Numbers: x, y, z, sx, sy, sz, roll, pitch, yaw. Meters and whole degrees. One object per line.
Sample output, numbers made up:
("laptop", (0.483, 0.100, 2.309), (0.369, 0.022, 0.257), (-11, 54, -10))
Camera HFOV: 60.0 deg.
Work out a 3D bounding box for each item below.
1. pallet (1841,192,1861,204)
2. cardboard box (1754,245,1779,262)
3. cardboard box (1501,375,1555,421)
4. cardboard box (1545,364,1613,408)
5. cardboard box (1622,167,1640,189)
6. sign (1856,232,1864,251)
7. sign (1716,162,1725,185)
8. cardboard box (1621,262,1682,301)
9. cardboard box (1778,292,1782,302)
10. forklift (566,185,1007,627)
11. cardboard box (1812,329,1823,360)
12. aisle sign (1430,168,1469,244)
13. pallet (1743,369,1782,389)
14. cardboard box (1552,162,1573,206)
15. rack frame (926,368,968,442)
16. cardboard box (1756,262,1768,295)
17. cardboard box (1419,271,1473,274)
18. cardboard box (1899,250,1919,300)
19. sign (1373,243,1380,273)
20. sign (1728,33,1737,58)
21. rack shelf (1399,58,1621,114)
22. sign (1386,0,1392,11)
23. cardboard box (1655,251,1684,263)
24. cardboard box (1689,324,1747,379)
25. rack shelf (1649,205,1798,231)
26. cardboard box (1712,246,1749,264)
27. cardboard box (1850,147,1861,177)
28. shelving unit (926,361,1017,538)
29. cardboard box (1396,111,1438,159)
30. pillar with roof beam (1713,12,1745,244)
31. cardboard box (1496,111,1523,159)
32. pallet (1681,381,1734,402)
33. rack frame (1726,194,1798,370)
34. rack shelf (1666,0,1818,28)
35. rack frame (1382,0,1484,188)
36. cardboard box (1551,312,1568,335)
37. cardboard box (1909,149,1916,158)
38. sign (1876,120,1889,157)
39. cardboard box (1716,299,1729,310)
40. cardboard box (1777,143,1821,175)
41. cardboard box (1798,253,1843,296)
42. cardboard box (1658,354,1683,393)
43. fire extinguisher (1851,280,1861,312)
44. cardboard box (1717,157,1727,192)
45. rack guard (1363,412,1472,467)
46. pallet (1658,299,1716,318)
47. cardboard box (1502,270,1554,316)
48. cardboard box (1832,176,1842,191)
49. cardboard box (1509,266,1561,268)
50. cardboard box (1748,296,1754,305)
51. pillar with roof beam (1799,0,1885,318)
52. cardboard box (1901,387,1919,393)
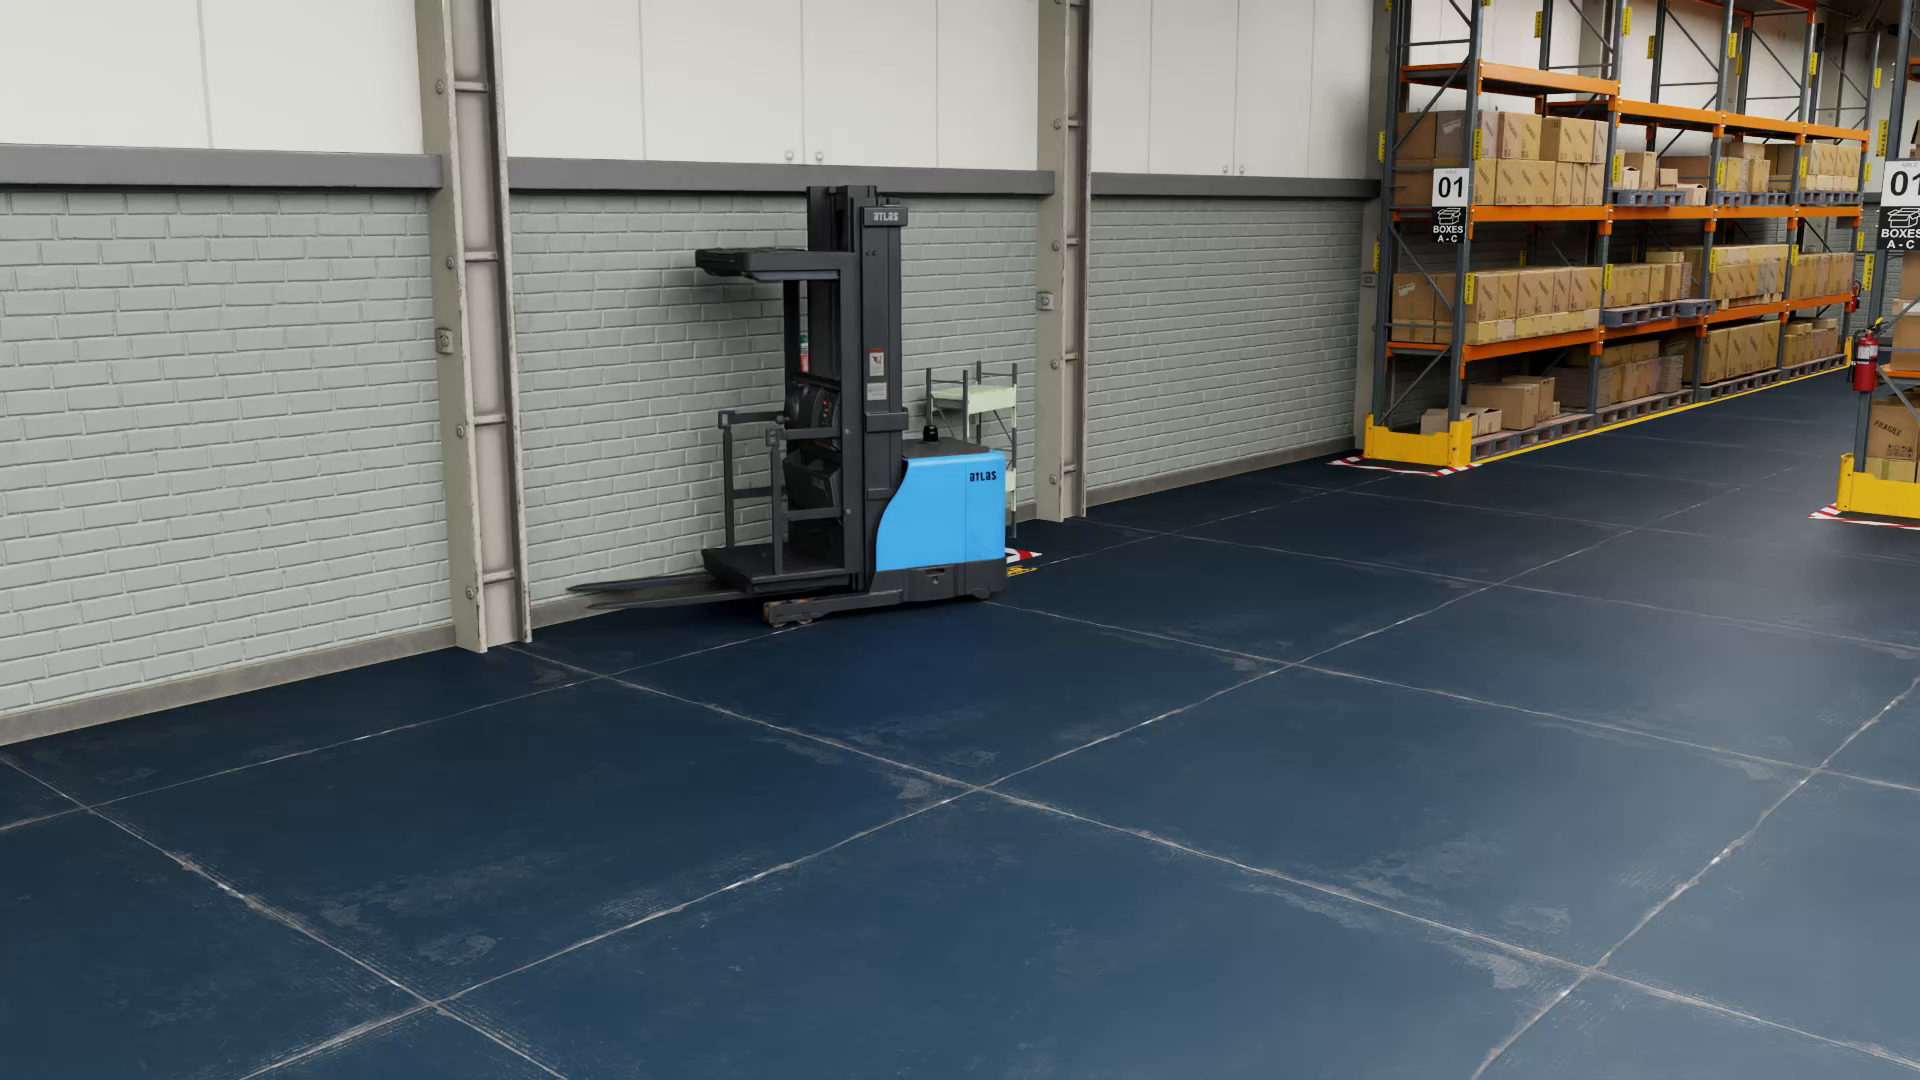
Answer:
("pallet", (15.145, -6.020, 29.263), (1.003, 0.211, 1.213), (10, 15, 40))
("cardboard box", (12.526, -4.512, 26.161), (0.500, 0.250, 0.500), (10, 15, 42))
("cardboard box", (7.051, -1.770, 20.674), (0.500, 0.500, 0.500), (8, 14, 36))
("cardboard box", (8.179, -2.038, 22.017), (0.700, 0.500, 0.500), (10, 15, 42))
("cardboard box", (8.533, -4.732, 21.741), (0.500, 0.311, 0.500), (10, 15, 42))
("sign", (16.025, -5.315, 29.604), (0.100, 0.325, 0.005), (10, 15, 40))
("sign", (10.752, -5.180, 23.512), (0.100, 0.325, 0.005), (10, 15, 40))
("cardboard box", (9.695, -3.635, 23.374), (0.700, 0.500, 0.500), (8, 14, 35))
("cardboard box", (12.976, -3.915, 26.746), (0.380, 0.149, 0.250), (10, 15, 41))
("forklift", (-1.213, -0.965, 11.560), (3.031, 2.935, 1.130), (-6, 13, -26))
("cardboard box", (14.578, -3.420, 28.986), (0.700, 0.500, 0.500), (9, 14, 39))
("aisle sign", (5.243, -3.575, 17.814), (0.394, 0.787, 0.004), (10, 15, 40))
("pallet", (12.534, -2.624, 26.811), (1.003, 0.211, 1.213), (10, 15, 40))
("cardboard box", (6.877, -4.202, 19.628), (0.500, 0.500, 0.500), (9, 14, 38))
("rack frame", (-0.106, -0.655, 13.662), (0.400, 1.500, 0.023), (8, 14, 34))
("cardboard box", (12.204, -4.070, 25.864), (0.500, 0.500, 0.500), (10, 15, 40))
("cardboard box", (5.556, -2.823, 19.104), (0.500, 0.500, 0.500), (10, 15, 41))
("cardboard box", (9.141, -2.470, 15.350), (0.700, 0.500, 0.500), (10, 15, 41))
("sign", (4.662, -3.147, 18.546), (0.100, 0.325, 0.005), (10, 15, 40))
("sign", (10.760, -6.897, 23.178), (0.100, 0.325, 0.005), (10, 15, 40))
("rack shelf", (6.385, -5.231, 19.272), (1.077, 0.370, 4.000), (10, 15, 40))
("sign", (4.662, -5.902, 17.996), (0.100, 0.325, 0.005), (10, 15, 40))
("cardboard box", (10.141, -4.055, 23.819), (0.380, 0.149, 0.250), (7, 14, 33))
("cardboard box", (11.513, -2.898, 25.476), (0.750, 0.750, 0.750), (10, 15, 40))
("rack shelf", (11.666, -4.939, 25.459), (1.077, 0.370, 4.000), (10, 15, 40))
("cardboard box", (11.521, -4.286, 25.029), (0.500, 0.250, 0.500), (10, 15, 41))
("cardboard box", (15.349, -6.581, 28.983), (0.500, 0.500, 0.500), (10, 15, 40))
("shelving unit", (0.103, -0.714, 13.957), (0.431, 1.500, 0.755), (8, 14, 34))
("cardboard box", (5.153, -4.467, 18.399), (0.500, 0.500, 0.500), (11, 15, 43))
("pillar with roof beam", (16.033, -6.715, 24.857), (9.100, 9.000, 0.548), (10, 15, 40))
("cardboard box", (5.871, -4.462, 18.376), (0.500, 0.500, 0.500), (10, 15, 40))
("pallet", (10.923, -2.265, 25.014), (1.003, 0.211, 1.213), (10, 15, 40))
("rack frame", (12.987, -4.115, 27.155), (1.000, 3.000, 0.127), (10, 15, 40))
("rack shelf", (11.666, -8.040, 24.839), (1.077, 0.370, 4.000), (10, 15, 40))
("rack frame", (5.065, -5.291, 17.728), (1.000, 3.000, 0.127), (10, 15, 40))
("cardboard box", (6.965, -2.617, 19.988), (0.500, 0.250, 0.500), (10, 15, 40))
("cardboard box", (9.351, -3.585, 15.797), (0.500, 0.250, 0.500), (10, 15, 40))
("sign", (8.390, -3.648, 15.101), (0.100, 0.325, 0.005), (10, 15, 40))
("cardboard box", (11.149, -3.496, 24.645), (0.380, 0.149, 0.250), (10, 15, 42))
("cardboard box", (13.668, -6.204, 27.095), (0.500, 0.500, 0.500), (10, 15, 40))
("cardboard box", (14.826, -4.666, 29.147), (0.980, 0.700, 0.700), (10, 15, 40))
("cardboard box", (9.910, -2.404, 23.846), (0.700, 0.500, 0.500), (10, 15, 41))
("fire extinguisher", (16.073, -4.445, 29.958), (0.296, 0.674, 0.183), (10, 15, 40))
("cardboard box", (10.933, -5.426, 24.681), (0.700, 0.500, 0.500), (9, 14, 37))
("rack guard", (5.115, -1.135, 18.617), (1.175, 0.500, 0.348), (10, 15, 40))
("pallet", (9.956, -3.314, 23.634), (1.213, 0.211, 1.003), (10, 15, 40))
("cardboard box", (6.617, -2.909, 19.534), (0.500, 0.500, 0.500), (10, 15, 42))
("cardboard box", (14.660, -6.060, 28.290), (0.500, 0.250, 0.500), (9, 15, 39))
("cardboard box", (7.238, -3.200, 20.991), (0.500, 0.500, 0.500), (9, 15, 39))
("cardboard box", (12.104, -3.734, 25.838), (0.380, 0.149, 0.250), (9, 15, 39))
("pillar with roof beam", (19.993, -7.598, 29.276), (9.100, 9.000, 0.548), (10, 15, 40))
("cardboard box", (9.899, -1.275, 16.968), (0.500, 0.500, 0.500), (10, 15, 40))
